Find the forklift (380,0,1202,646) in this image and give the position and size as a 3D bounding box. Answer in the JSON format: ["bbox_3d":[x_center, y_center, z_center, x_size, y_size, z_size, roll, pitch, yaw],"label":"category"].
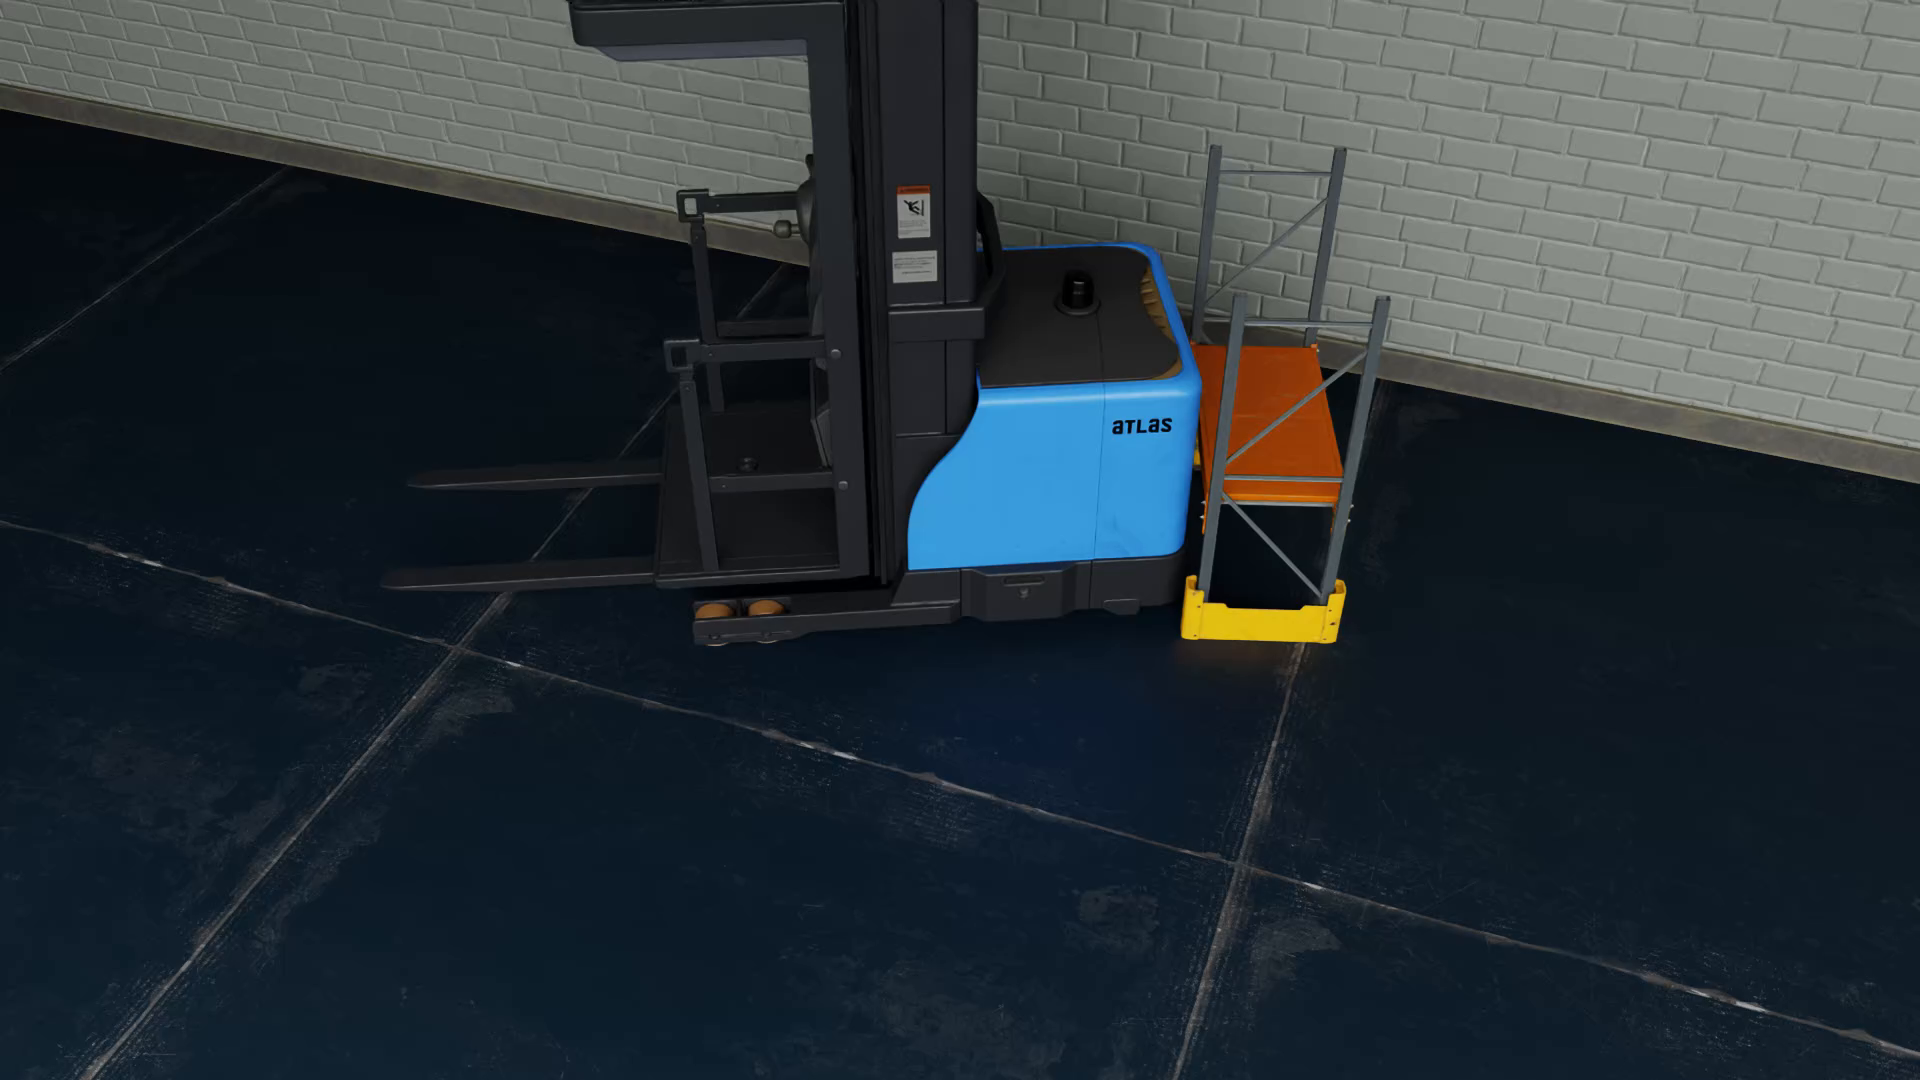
[{"bbox_3d":[-0.686,-1.072,5.749,3.031,2.935,1.130,-3,41,-4],"label":"forklift"}]

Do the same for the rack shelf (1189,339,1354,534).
[{"bbox_3d":[1.155,-0.407,6.348,0.538,0.185,1.000,1,40,2],"label":"rack shelf"}]

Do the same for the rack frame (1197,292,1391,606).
[{"bbox_3d":[1.135,-0.214,5.845,0.500,1.500,0.032,1,40,2],"label":"rack frame"}]

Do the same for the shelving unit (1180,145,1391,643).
[{"bbox_3d":[1.154,-0.537,6.224,0.587,1.500,1.083,1,40,2],"label":"shelving unit"}]

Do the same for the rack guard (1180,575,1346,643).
[{"bbox_3d":[1.135,0.261,6.251,0.587,0.250,0.087,1,40,2],"label":"rack guard"}]

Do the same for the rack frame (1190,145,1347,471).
[{"bbox_3d":[1.175,-0.873,6.618,0.500,1.500,0.032,1,40,2],"label":"rack frame"}]

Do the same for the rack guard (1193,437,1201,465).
[{"bbox_3d":[1.174,-0.385,7.009,0.587,0.250,0.087,1,40,2],"label":"rack guard"}]
